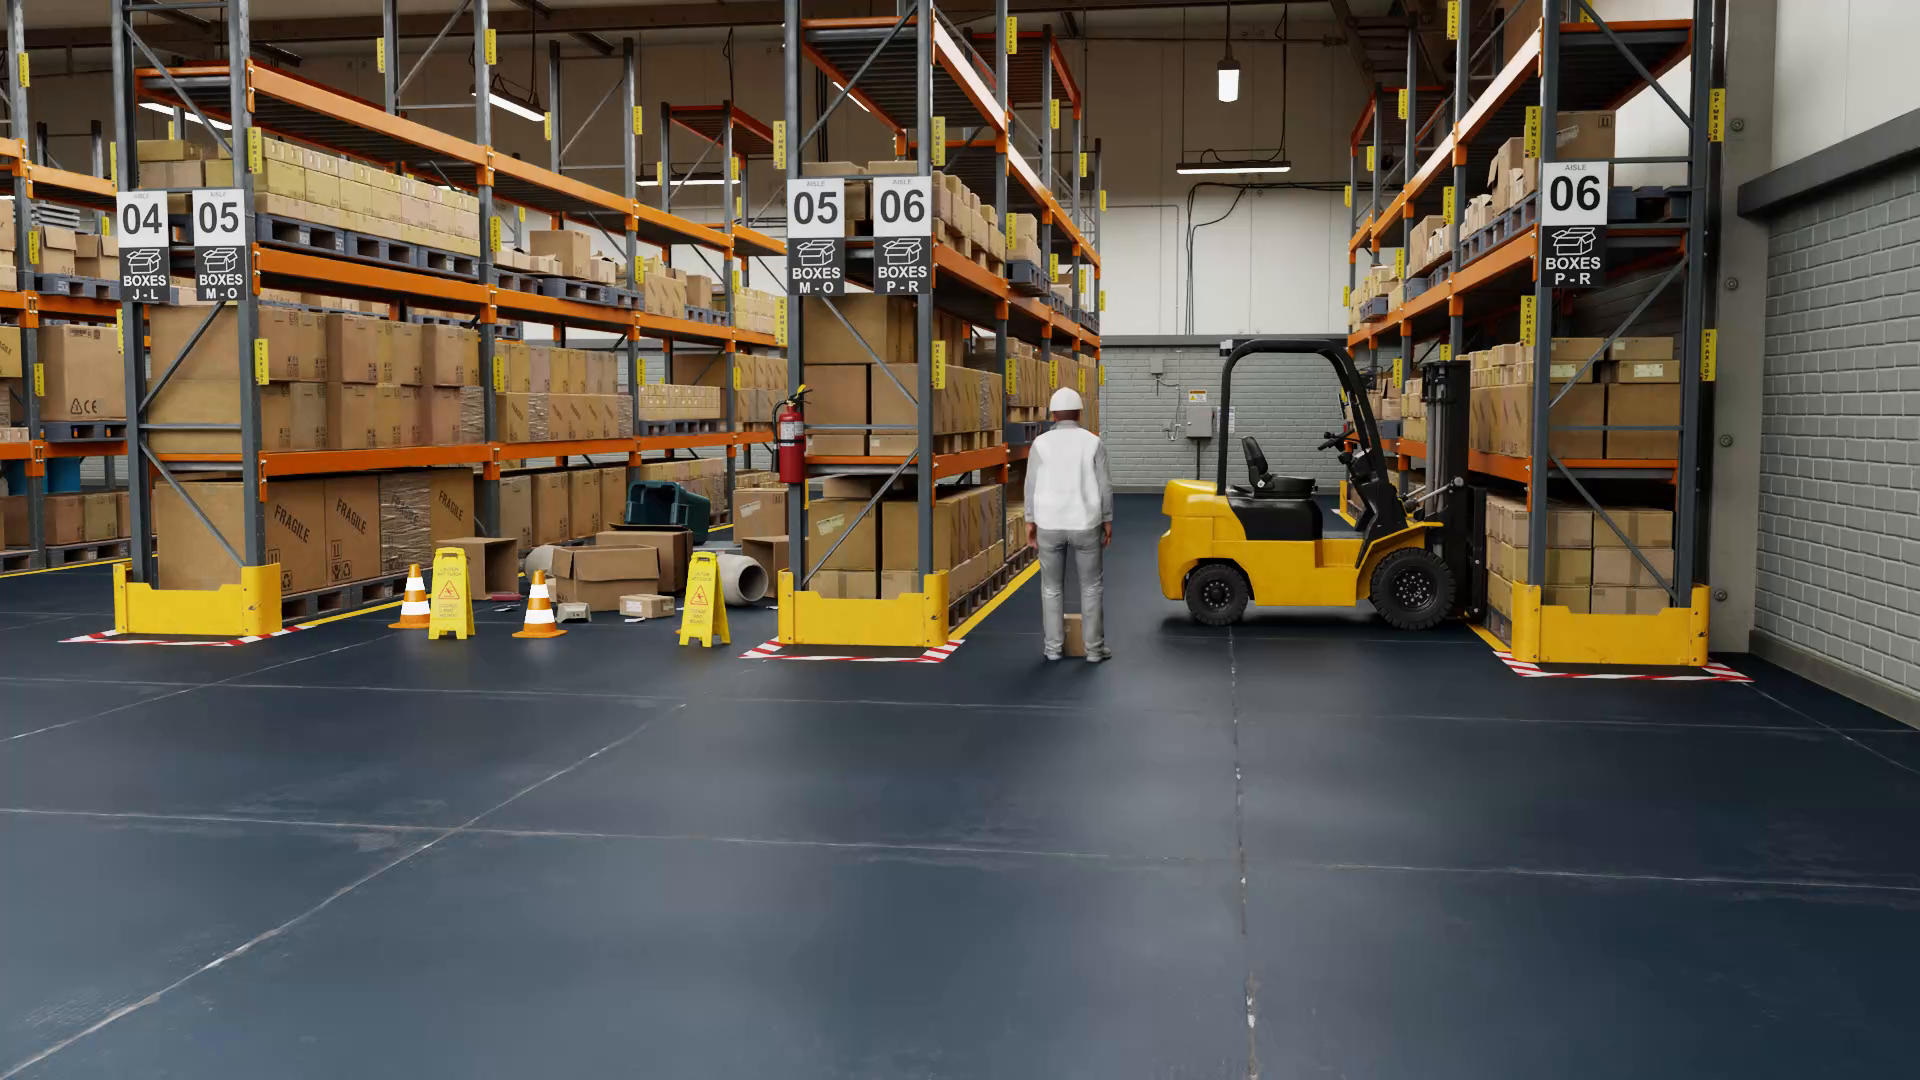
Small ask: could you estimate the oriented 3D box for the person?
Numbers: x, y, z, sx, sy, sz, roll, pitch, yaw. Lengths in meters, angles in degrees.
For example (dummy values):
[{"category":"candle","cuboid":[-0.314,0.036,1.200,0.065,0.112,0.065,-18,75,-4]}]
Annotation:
[{"category":"person","cuboid":[0.704,-0.103,10.799,0.579,1.769,0.475,0,4,6]}]
